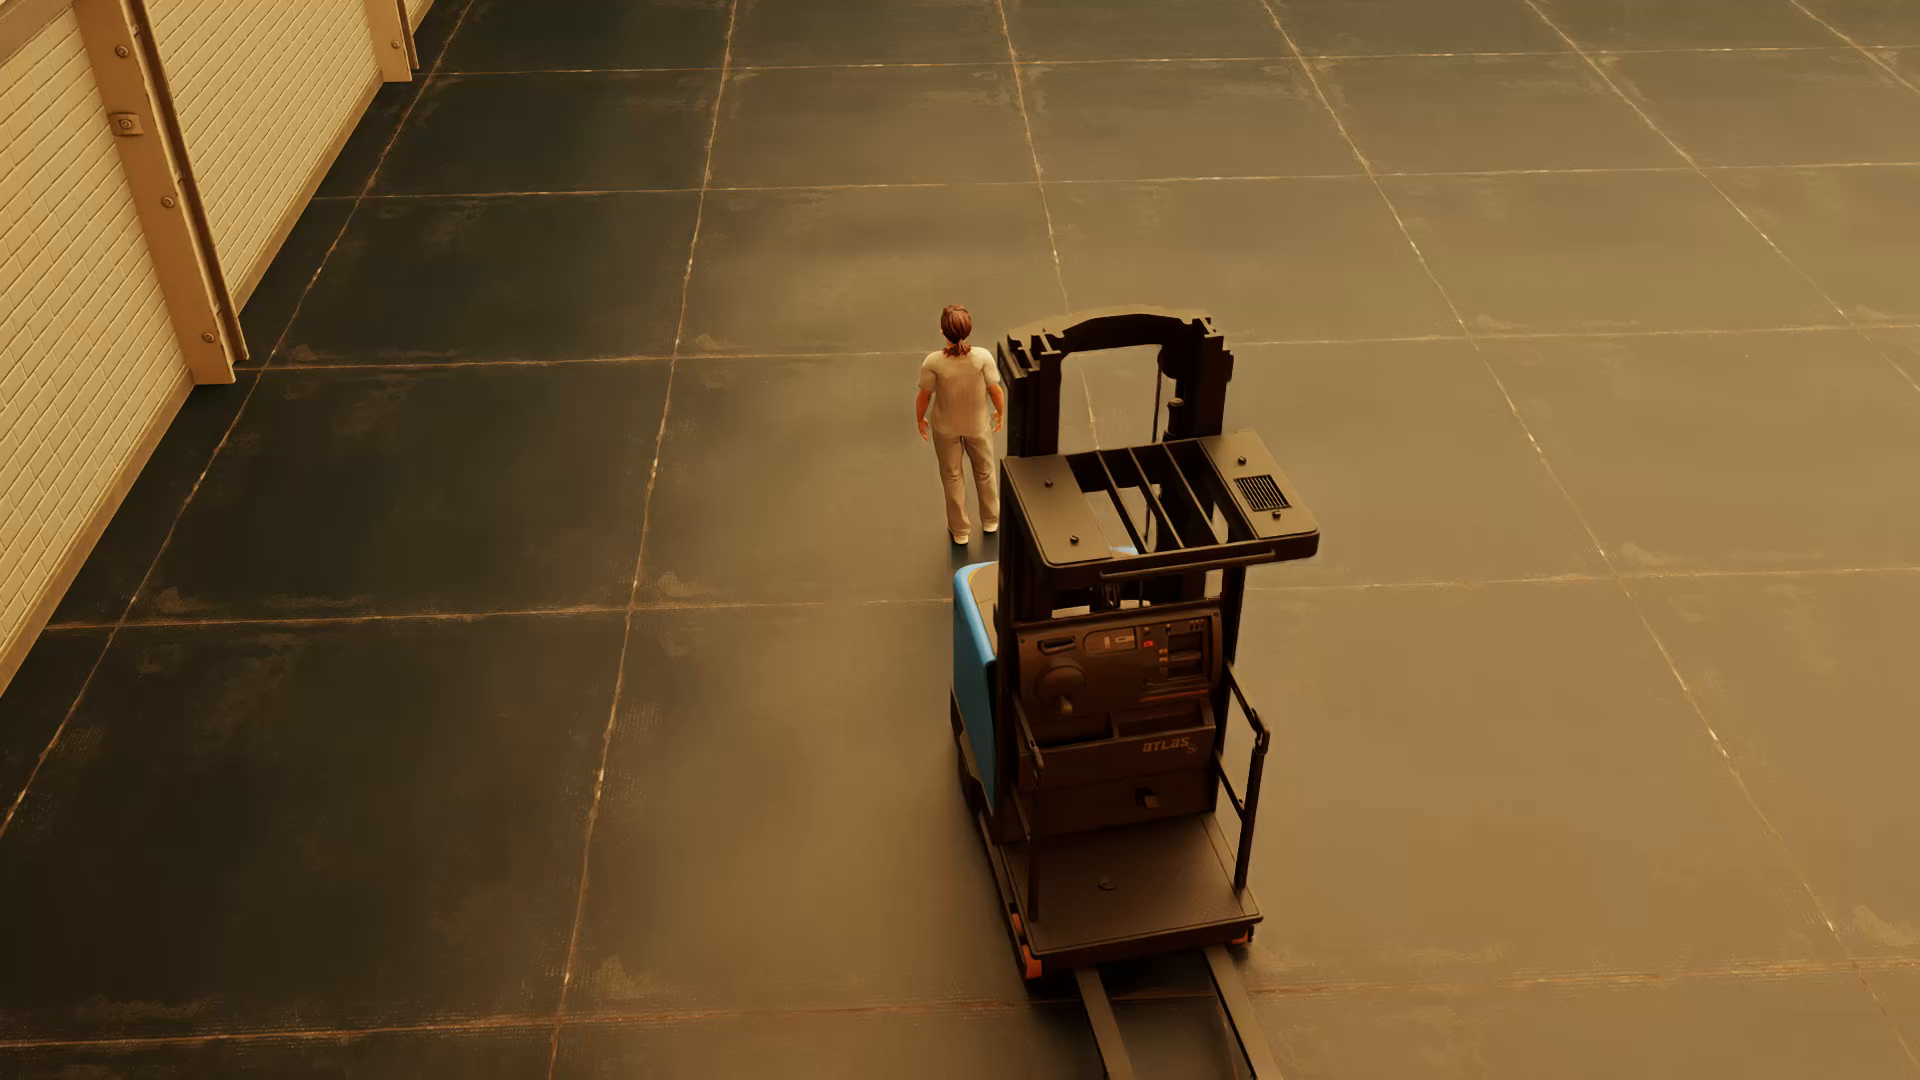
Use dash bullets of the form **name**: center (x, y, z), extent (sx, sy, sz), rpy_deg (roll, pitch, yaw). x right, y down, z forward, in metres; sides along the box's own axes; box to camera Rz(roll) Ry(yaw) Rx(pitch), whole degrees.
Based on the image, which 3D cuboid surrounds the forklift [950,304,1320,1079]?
- **forklift**: center (0.756, 0.605, 7.180), extent (1.130, 2.935, 3.031), rpy_deg (-7, 37, -10)

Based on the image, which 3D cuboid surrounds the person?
- **person**: center (0.009, -0.726, 10.062), extent (0.550, 1.675, 0.549), rpy_deg (-2, 36, -2)
